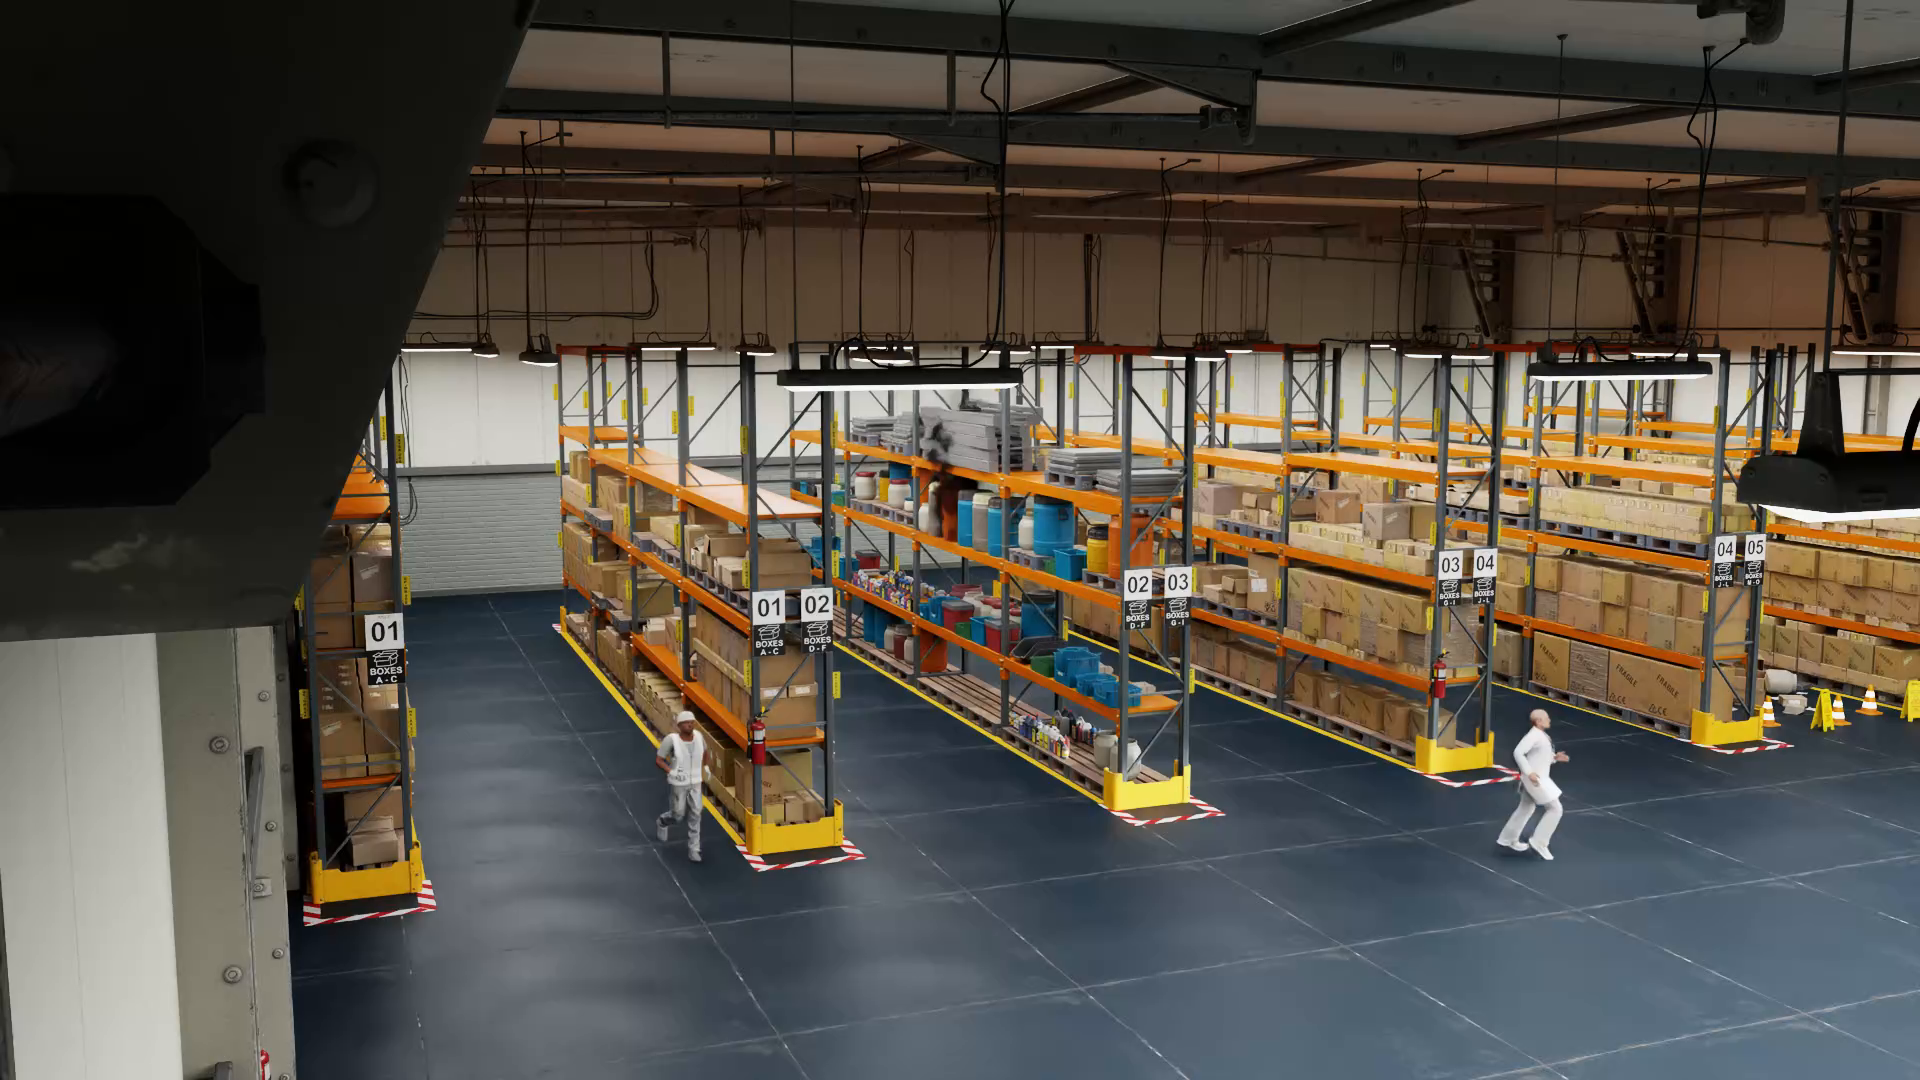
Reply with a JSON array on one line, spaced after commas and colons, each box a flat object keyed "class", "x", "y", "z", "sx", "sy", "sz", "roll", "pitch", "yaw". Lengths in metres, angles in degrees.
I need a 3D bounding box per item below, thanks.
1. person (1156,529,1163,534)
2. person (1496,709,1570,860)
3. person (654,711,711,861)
[{"class": "person", "x": 4.658, "y": 0.568, "z": 39.024, "sx": 0.645, "sy": 1.699, "sz": 0.844, "roll": -1, "pitch": 7, "yaw": -6}, {"class": "person", "x": 6.899, "y": 3.020, "z": 20.007, "sx": 0.798, "sy": 1.637, "sz": 0.679, "roll": 2, "pitch": 7, "yaw": 14}, {"class": "person", "x": -3.307, "y": 2.923, "z": 20.027, "sx": 0.727, "sy": 1.773, "sz": 0.880, "roll": -5, "pitch": 9, "yaw": -36}]
